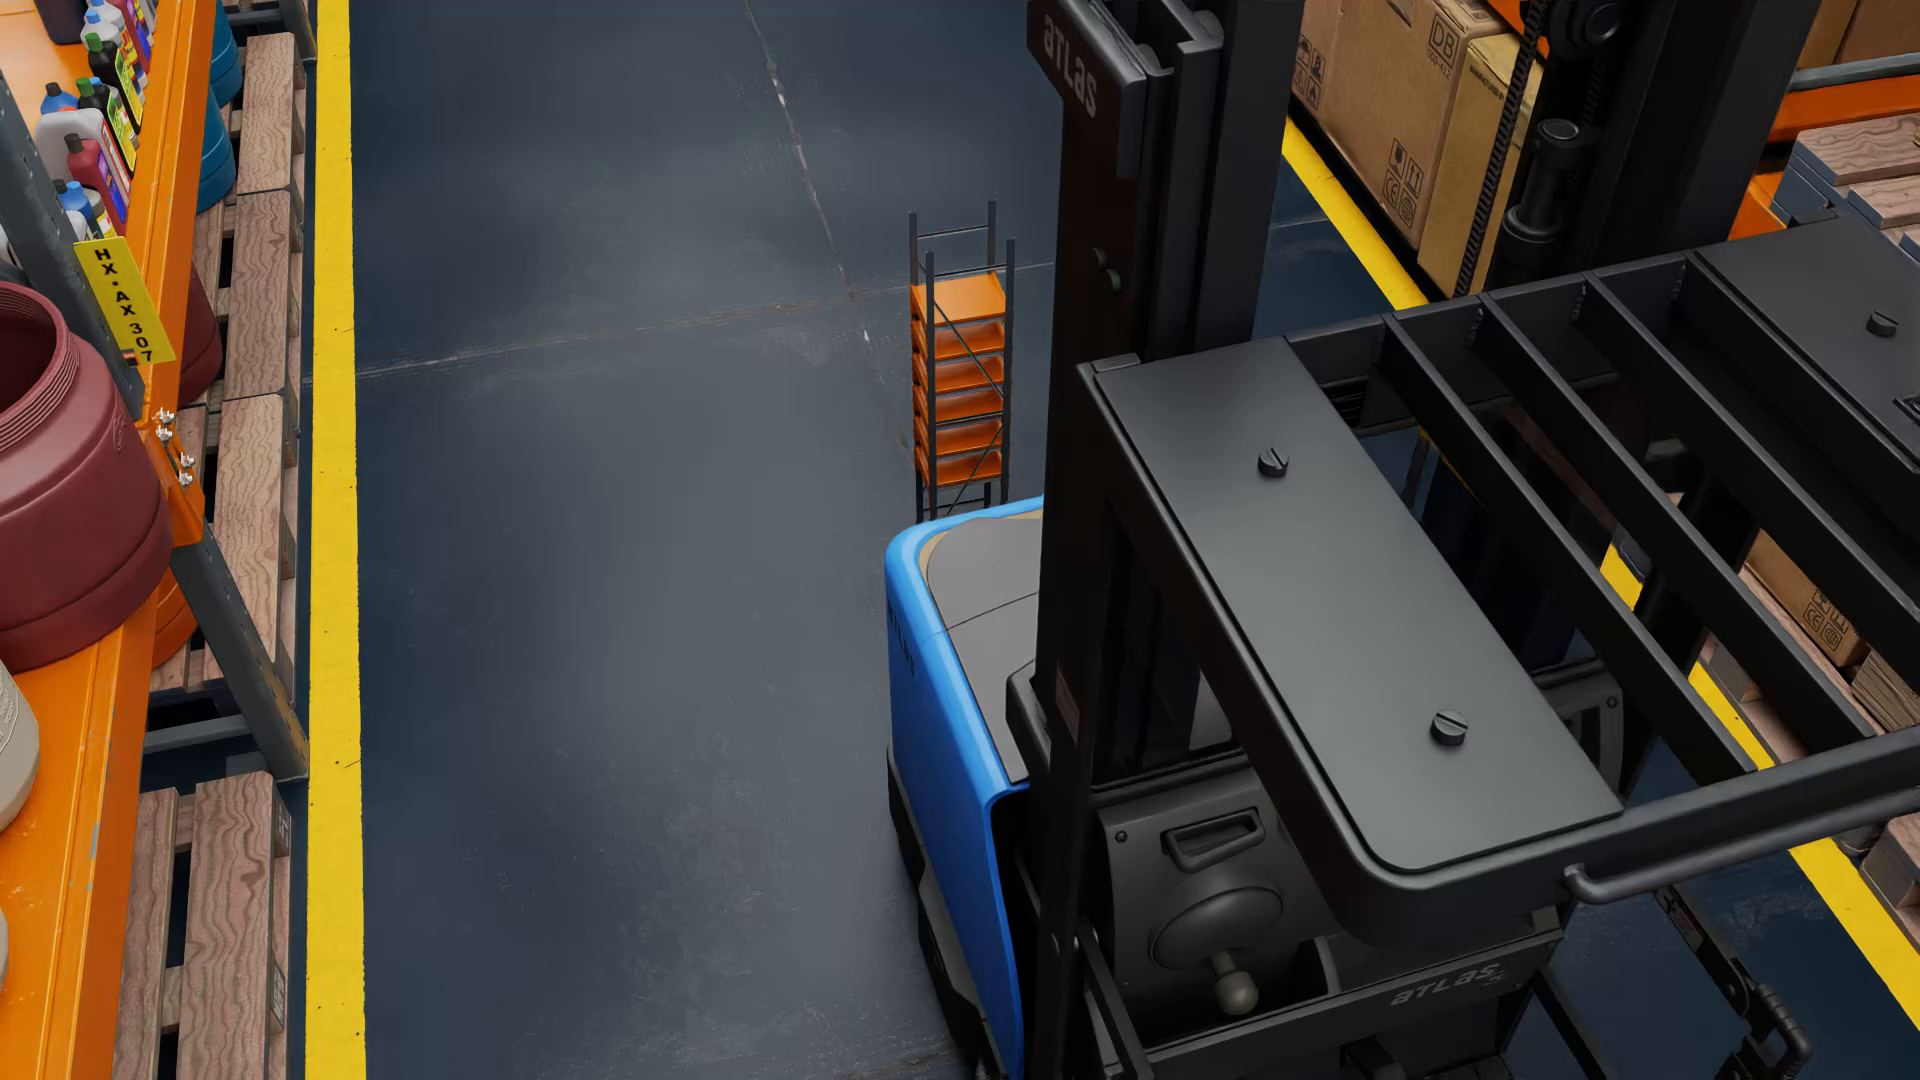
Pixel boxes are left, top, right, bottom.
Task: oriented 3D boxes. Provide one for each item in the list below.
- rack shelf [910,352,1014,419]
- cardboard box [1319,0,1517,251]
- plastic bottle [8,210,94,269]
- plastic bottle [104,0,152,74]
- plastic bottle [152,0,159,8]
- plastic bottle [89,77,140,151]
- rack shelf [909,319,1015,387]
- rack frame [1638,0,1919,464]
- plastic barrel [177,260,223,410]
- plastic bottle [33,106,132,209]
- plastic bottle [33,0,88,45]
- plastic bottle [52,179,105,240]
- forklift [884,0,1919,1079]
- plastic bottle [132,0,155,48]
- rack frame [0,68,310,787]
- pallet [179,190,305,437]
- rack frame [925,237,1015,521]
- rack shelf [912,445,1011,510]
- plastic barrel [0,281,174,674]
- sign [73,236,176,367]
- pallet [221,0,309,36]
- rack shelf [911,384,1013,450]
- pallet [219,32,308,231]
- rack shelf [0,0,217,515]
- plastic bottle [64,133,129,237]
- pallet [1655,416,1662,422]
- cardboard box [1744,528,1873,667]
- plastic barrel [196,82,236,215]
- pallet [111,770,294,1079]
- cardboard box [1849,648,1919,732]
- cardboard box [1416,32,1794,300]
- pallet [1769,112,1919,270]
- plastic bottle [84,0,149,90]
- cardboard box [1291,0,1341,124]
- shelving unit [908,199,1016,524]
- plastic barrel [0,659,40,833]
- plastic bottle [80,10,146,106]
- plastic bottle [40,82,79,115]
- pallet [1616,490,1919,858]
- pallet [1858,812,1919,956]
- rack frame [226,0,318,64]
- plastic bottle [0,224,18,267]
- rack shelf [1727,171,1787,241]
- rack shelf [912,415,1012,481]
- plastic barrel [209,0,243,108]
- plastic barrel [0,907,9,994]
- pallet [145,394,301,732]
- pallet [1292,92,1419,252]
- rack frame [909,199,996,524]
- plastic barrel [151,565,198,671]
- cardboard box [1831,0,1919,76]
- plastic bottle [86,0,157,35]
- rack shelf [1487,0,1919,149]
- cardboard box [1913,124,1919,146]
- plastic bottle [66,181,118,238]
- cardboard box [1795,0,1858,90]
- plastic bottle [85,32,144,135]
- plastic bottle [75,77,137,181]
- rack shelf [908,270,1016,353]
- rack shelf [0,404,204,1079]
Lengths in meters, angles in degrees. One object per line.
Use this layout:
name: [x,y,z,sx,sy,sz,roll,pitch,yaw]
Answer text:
rack shelf: [0.004,-0.463,4.758,0.258,0.103,0.180,-11,47,-10]
cardboard box: [2.112,-1.745,6.053,1.225,0.875,0.875,-11,47,-10]
plastic bottle: [-2.096,-0.653,3.877,0.152,0.276,0.135,-11,47,-10]
plastic bottle: [-2.348,-1.462,4.664,0.061,0.283,0.133,-11,47,-10]
plastic bottle: [-2.489,-1.748,4.897,0.144,0.351,0.185,-11,47,-10]
plastic bottle: [-2.252,-1.123,4.390,0.097,0.201,0.097,0,46,0]
rack shelf: [0.004,-0.547,4.672,0.258,0.103,0.180,-11,47,-10]
rack frame: [2.490,-1.244,4.369,1.000,3.000,0.127,-11,47,-10]
plastic barrel: [-2.729,-0.756,5.285,0.600,0.588,0.708,-11,47,-10]
plastic bottle: [-2.215,-0.972,4.190,0.152,0.276,0.135,-11,47,-10]
plastic bottle: [-2.601,-1.627,4.779,0.144,0.351,0.185,-11,47,-10]
plastic bottle: [-2.100,-0.736,3.962,0.097,0.271,0.097,0,46,0]
forklift: [0.745,0.601,2.608,1.130,2.935,3.031,-13,47,-12]
plastic bottle: [-2.395,-1.534,4.743,0.097,0.271,0.097,0,46,0]
rack frame: [-2.298,-0.339,3.482,1.000,3.000,0.127,-11,47,-10]
pallet: [-2.849,-0.740,5.827,1.003,0.211,1.213,-11,47,-10]
rack frame: [0.027,-0.347,4.750,0.240,1.200,0.006,-11,47,-10]
rack shelf: [0.004,-0.211,5.015,0.258,0.103,0.180,-11,47,-10]
plastic barrel: [-1.886,-0.121,3.173,0.600,0.536,0.708,-11,47,-10]
sign: [-1.768,-0.501,3.527,0.100,0.325,0.005,-11,47,-10]
pallet: [-3.548,-2.625,7.674,1.003,0.211,1.213,-11,47,-10]
rack shelf: [0.004,-0.379,4.843,0.258,0.103,0.180,-11,47,-10]
pallet: [-3.165,-1.584,6.654,1.003,0.211,1.213,-11,47,-10]
rack shelf: [-2.810,-1.468,5.092,1.077,0.370,4.000,-11,47,-10]
plastic bottle: [-2.136,-0.891,4.104,0.061,0.283,0.133,-11,47,-10]
pallet: [2.361,-0.826,5.912,1.003,0.211,1.213,-11,47,-10]
cardboard box: [2.681,-0.064,4.655,0.700,0.500,0.500,-13,47,-12]
plastic barrel: [-3.018,-1.645,5.937,0.600,0.901,0.708,-11,47,-10]
pallet: [-2.137,1.179,3.946,1.003,0.211,1.213,-11,47,-10]
cardboard box: [2.835,0.316,4.282,0.700,0.500,0.500,-14,47,-14]
cardboard box: [2.333,-1.128,5.449,1.225,0.875,0.875,-13,47,-12]
pallet: [2.775,-0.704,3.974,1.213,0.211,1.003,-11,47,-10]
plastic bottle: [-2.336,-1.374,4.587,0.097,0.271,0.097,0,46,0]
cardboard box: [1.879,-2.354,6.650,1.225,0.875,0.875,-12,47,-12]
shelving unit: [0.004,-0.410,4.812,0.258,1.200,0.189,-11,47,-10]
plastic barrel: [-1.828,0.294,2.784,0.421,0.512,0.421,0,46,0]
plastic bottle: [-2.311,-1.307,4.521,0.097,0.271,0.097,0,46,0]
plastic bottle: [-2.277,-1.045,4.264,0.097,0.271,0.097,0,46,0]
pallet: [2.688,0.272,4.836,1.003,0.211,1.213,-11,47,-10]
pallet: [2.997,1.112,4.012,1.003,0.211,1.213,-11,47,-10]
rack frame: [-3.322,-3.100,6.188,1.000,3.000,0.127,-11,47,-10]
plastic bottle: [-2.243,-0.625,3.849,0.152,0.276,0.135,-11,47,-10]
rack shelf: [3.002,0.389,3.273,1.077,0.370,4.000,-11,47,-10]
rack shelf: [0.004,-0.295,4.929,0.258,0.103,0.180,-11,47,-10]
plastic barrel: [-3.199,-2.134,6.416,0.600,0.901,0.708,-11,47,-10]
plastic barrel: [-1.720,0.584,2.499,0.421,0.512,0.421,0,46,0]
pallet: [-2.540,0.101,5.003,1.003,0.211,1.213,-11,47,-10]
pallet: [2.052,-1.667,6.736,1.003,0.211,1.213,-11,47,-10]
rack frame: [-0.020,-0.473,4.874,0.240,1.200,0.006,-11,47,-10]
plastic barrel: [-2.440,-0.061,4.435,0.600,0.830,0.708,-11,47,-10]
cardboard box: [2.628,-1.664,4.711,0.500,0.500,0.500,-9,46,-9]
plastic bottle: [-2.451,-1.610,4.815,0.152,0.276,0.135,-11,47,-10]
rack shelf: [1.978,-2.373,5.979,1.077,0.370,4.000,-11,47,-10]
cardboard box: [2.667,-1.061,3.825,0.500,0.500,0.500,-16,48,-15]
plastic bottle: [-2.125,-0.779,4.052,0.097,0.201,0.097,0,46,0]
cardboard box: [2.124,-1.574,4.623,0.500,0.500,0.500,-9,46,-9]
plastic bottle: [-2.264,-1.235,4.442,0.061,0.283,0.133,-11,47,-10]
plastic bottle: [-2.205,-1.076,4.286,0.061,0.283,0.133,-11,47,-10]
rack shelf: [0.004,-0.631,4.586,0.258,0.103,0.180,-11,47,-10]
rack shelf: [-1.786,1.294,2.385,1.077,0.370,4.000,-11,47,-10]
